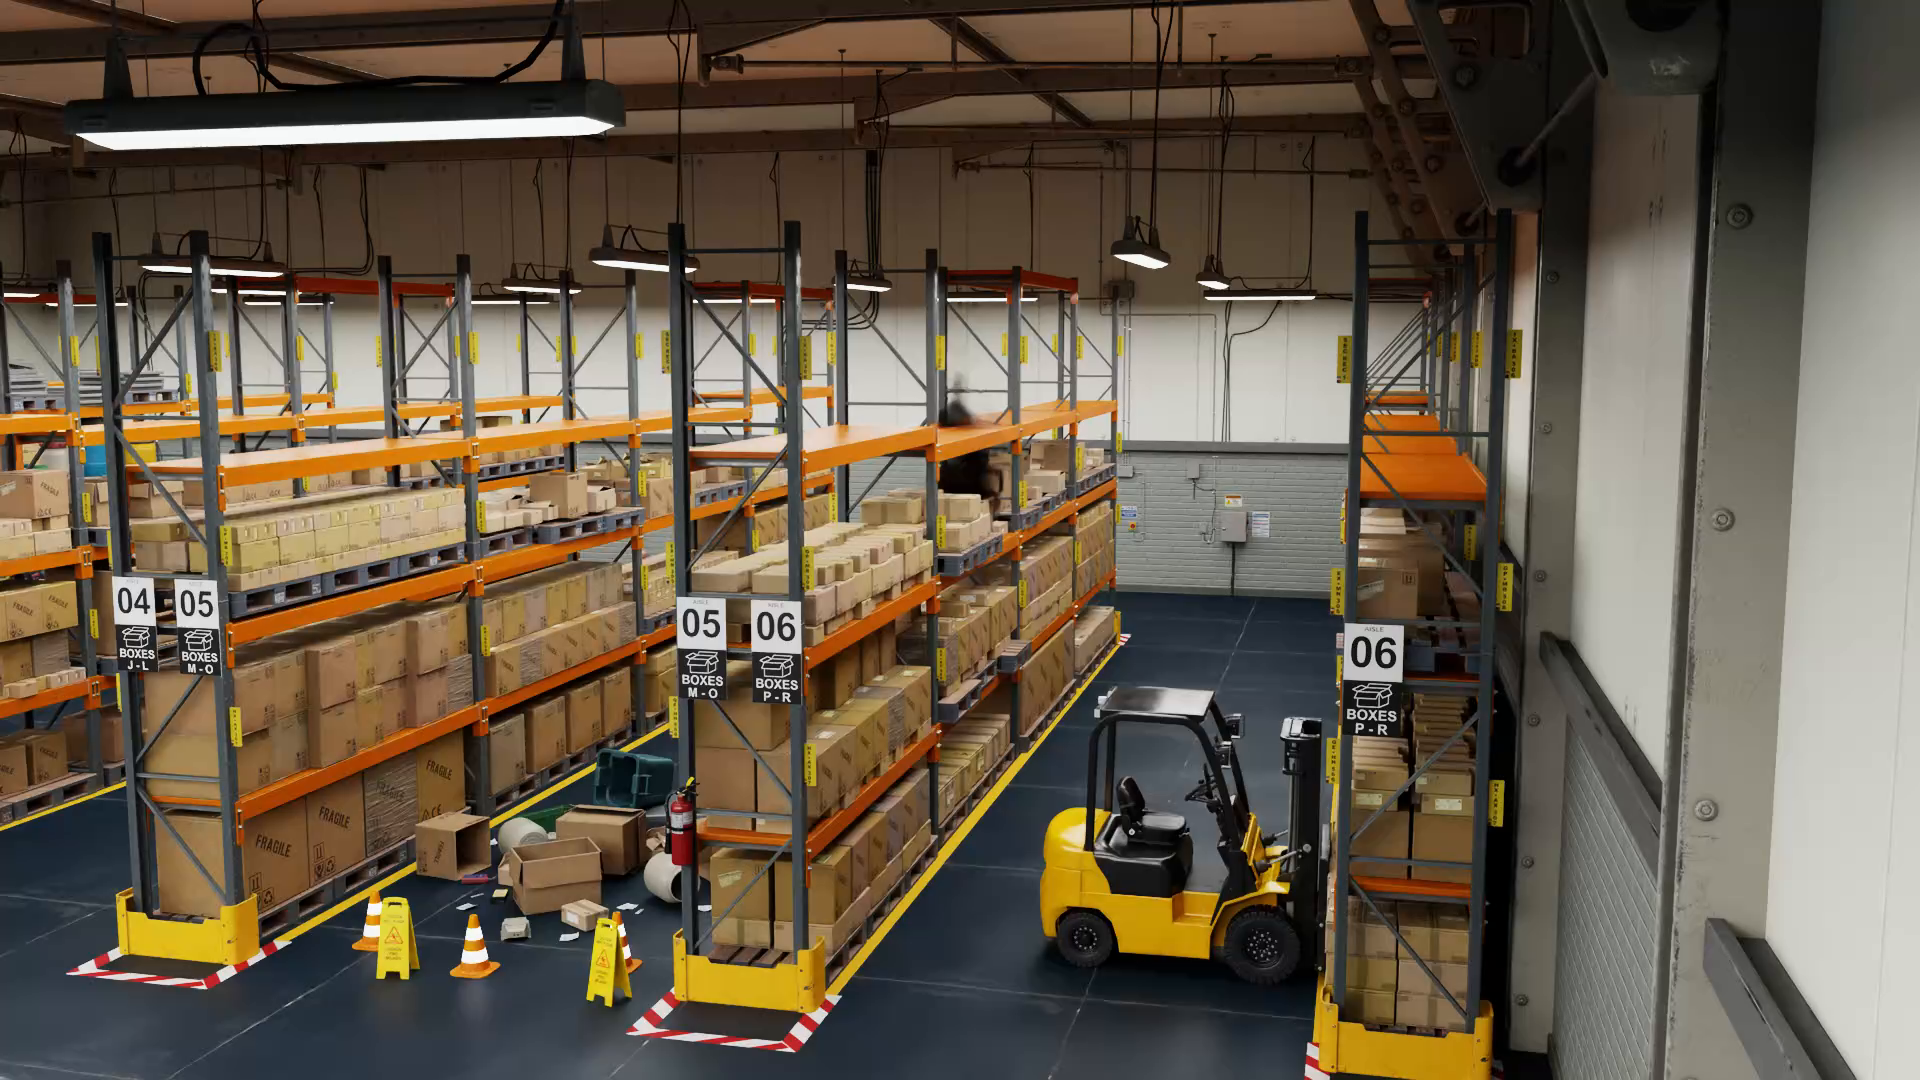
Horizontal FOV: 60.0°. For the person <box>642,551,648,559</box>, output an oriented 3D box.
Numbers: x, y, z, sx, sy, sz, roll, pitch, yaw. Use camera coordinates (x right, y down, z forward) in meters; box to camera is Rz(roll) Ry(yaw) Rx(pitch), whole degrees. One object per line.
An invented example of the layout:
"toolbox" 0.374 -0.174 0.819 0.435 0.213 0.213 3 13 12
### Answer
"person" -5.162 1.021 27.132 0.671 1.676 0.607 3 7 21
